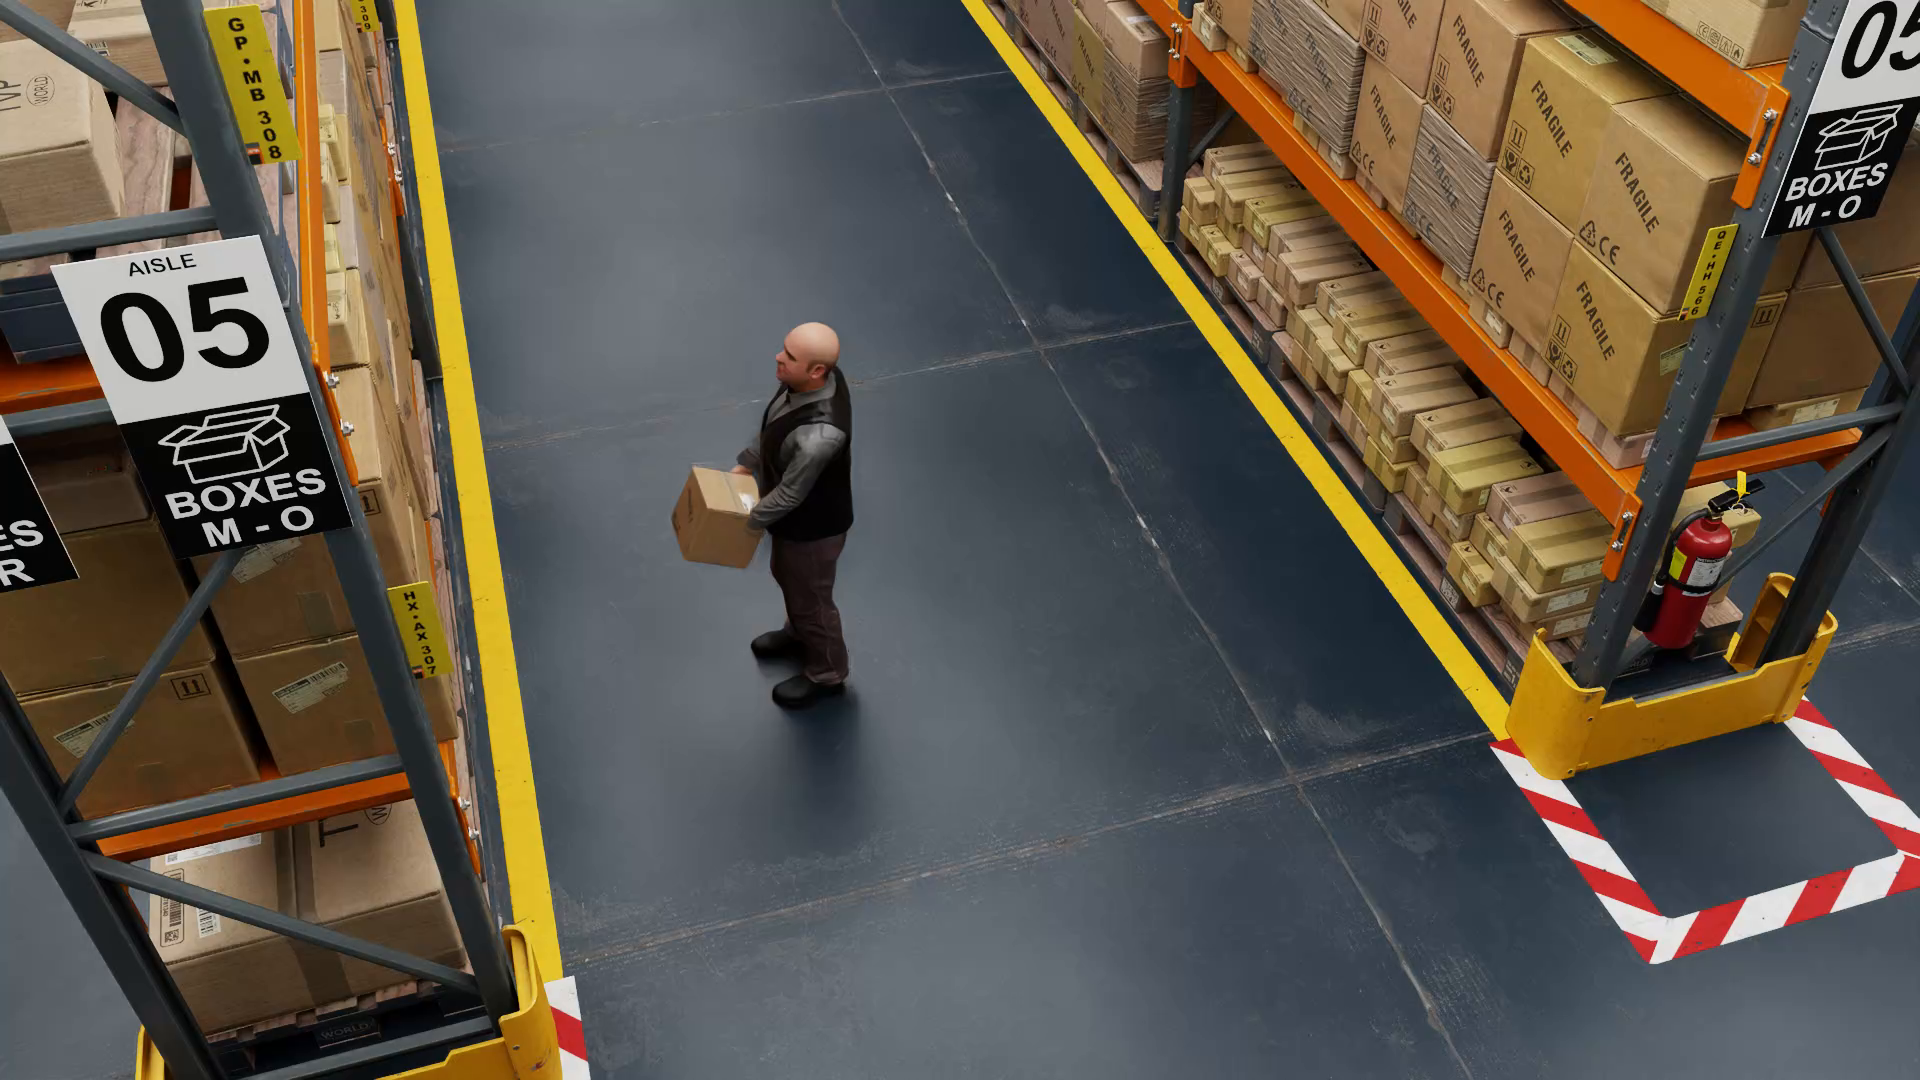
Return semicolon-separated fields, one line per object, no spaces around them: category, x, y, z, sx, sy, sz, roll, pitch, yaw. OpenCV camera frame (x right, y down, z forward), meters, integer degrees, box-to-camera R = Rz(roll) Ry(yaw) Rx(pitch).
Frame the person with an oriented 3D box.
person;-0.653;-0.085;6.270;0.539;1.724;0.502;-5;42;-6
